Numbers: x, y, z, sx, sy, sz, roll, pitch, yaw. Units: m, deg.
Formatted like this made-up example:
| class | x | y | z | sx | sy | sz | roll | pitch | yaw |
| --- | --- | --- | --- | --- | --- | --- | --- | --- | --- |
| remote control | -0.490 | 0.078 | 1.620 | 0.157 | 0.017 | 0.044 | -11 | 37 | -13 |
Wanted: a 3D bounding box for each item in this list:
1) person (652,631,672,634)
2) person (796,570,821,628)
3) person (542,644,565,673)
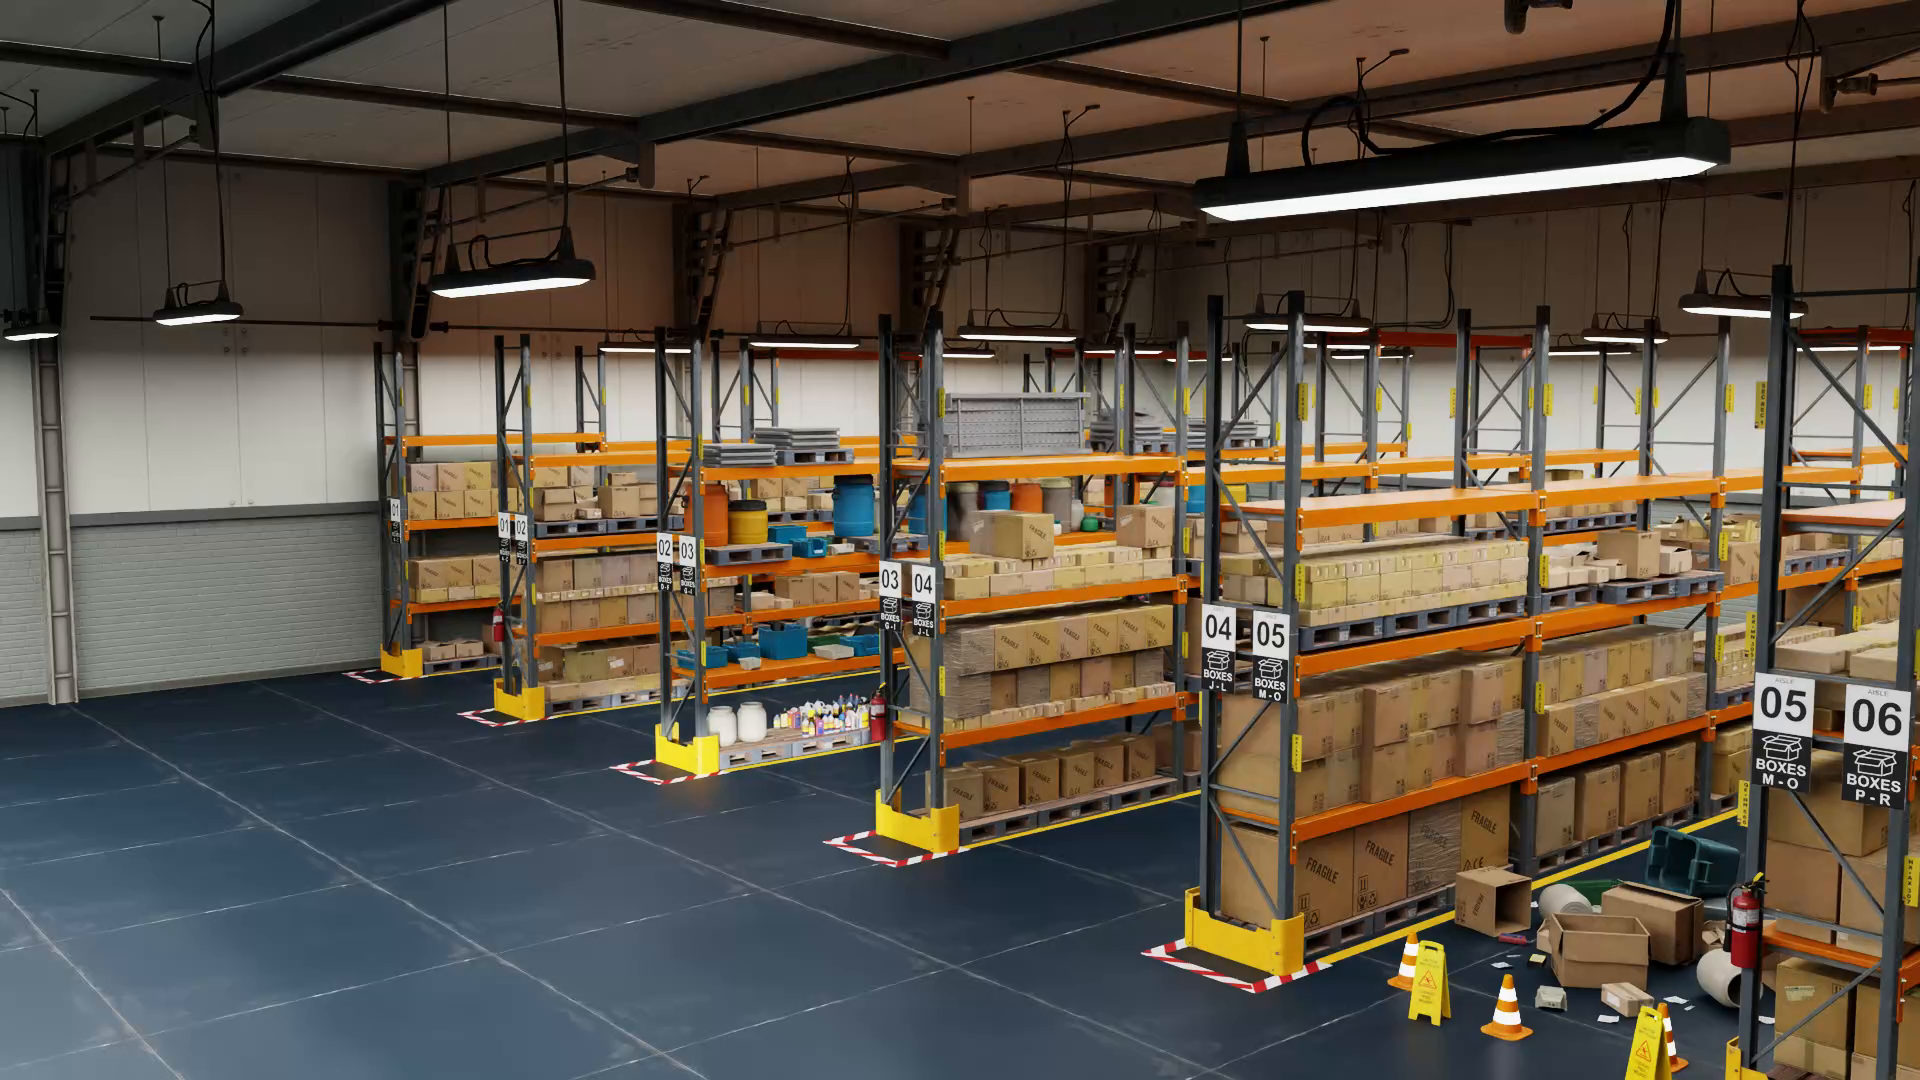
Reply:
| class | x | y | z | sx | sy | sz | roll | pitch | yaw |
| --- | --- | --- | --- | --- | --- | --- | --- | --- | --- |
| person | -5.657 | 1.438 | 31.350 | 0.622 | 1.772 | 0.654 | -1 | 5 | -6 |
| person | -2.967 | 1.400 | 32.551 | 0.492 | 1.615 | 0.809 | 2 | 5 | 16 |
| person | -7.475 | 1.556 | 29.830 | 0.783 | 1.761 | 0.558 | 0 | 5 | 0 |
